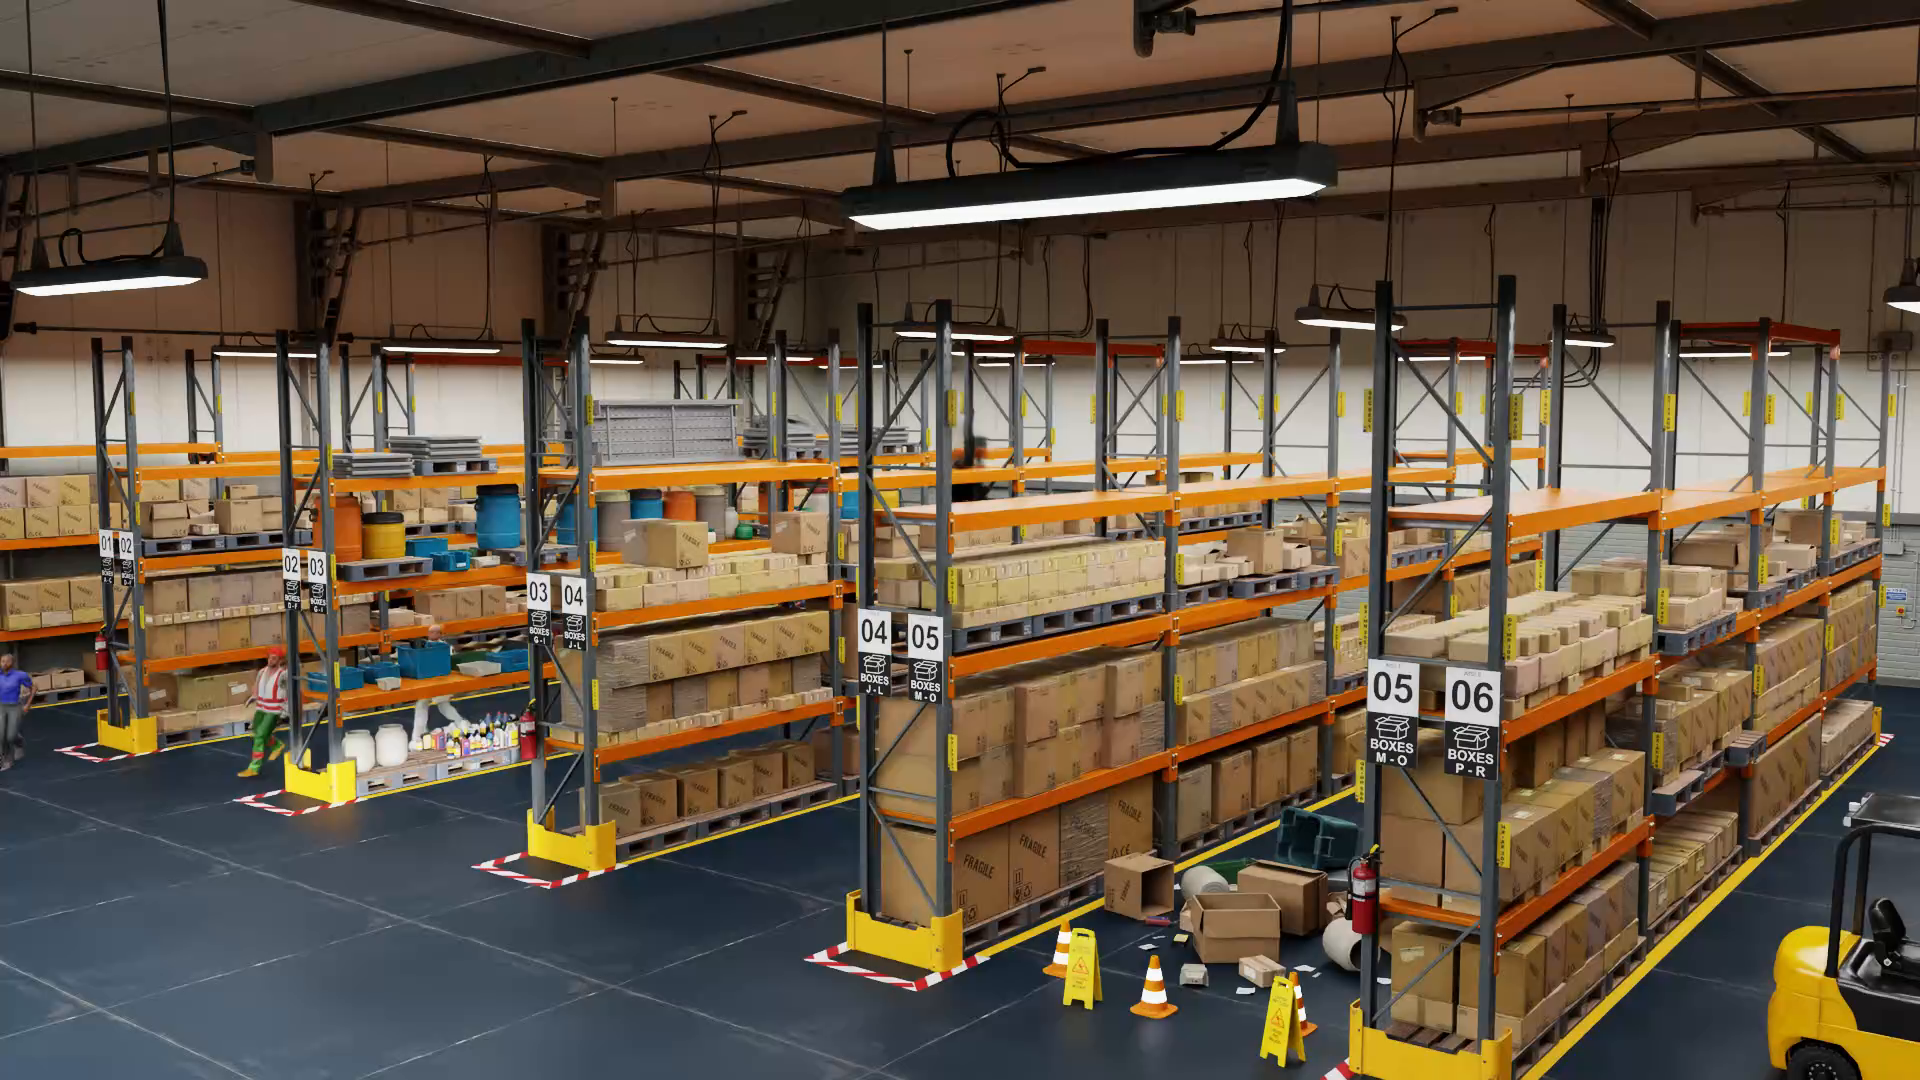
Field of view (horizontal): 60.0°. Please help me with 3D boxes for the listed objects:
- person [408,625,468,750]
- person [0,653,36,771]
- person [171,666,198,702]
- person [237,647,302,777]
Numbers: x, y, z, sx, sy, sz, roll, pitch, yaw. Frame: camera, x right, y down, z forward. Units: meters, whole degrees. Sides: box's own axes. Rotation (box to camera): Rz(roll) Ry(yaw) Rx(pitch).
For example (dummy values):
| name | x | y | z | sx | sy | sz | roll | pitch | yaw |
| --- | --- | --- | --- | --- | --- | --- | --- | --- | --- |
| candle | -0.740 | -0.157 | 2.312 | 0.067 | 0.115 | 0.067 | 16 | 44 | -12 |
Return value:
| name | x | y | z | sx | sy | sz | roll | pitch | yaw |
| --- | --- | --- | --- | --- | --- | --- | --- | --- | --- |
| person | -7.704 | 2.141 | 24.403 | 0.695 | 1.749 | 1.045 | 3 | 6 | 31 |
| person | -13.166 | 2.372 | 23.052 | 0.615 | 1.618 | 0.588 | -1 | 5 | -15 |
| person | -12.477 | 1.964 | 26.853 | 0.670 | 1.746 | 0.617 | 3 | 6 | 29 |
| person | -9.373 | 2.326 | 22.661 | 0.718 | 1.735 | 0.865 | 2 | 5 | 20 |
